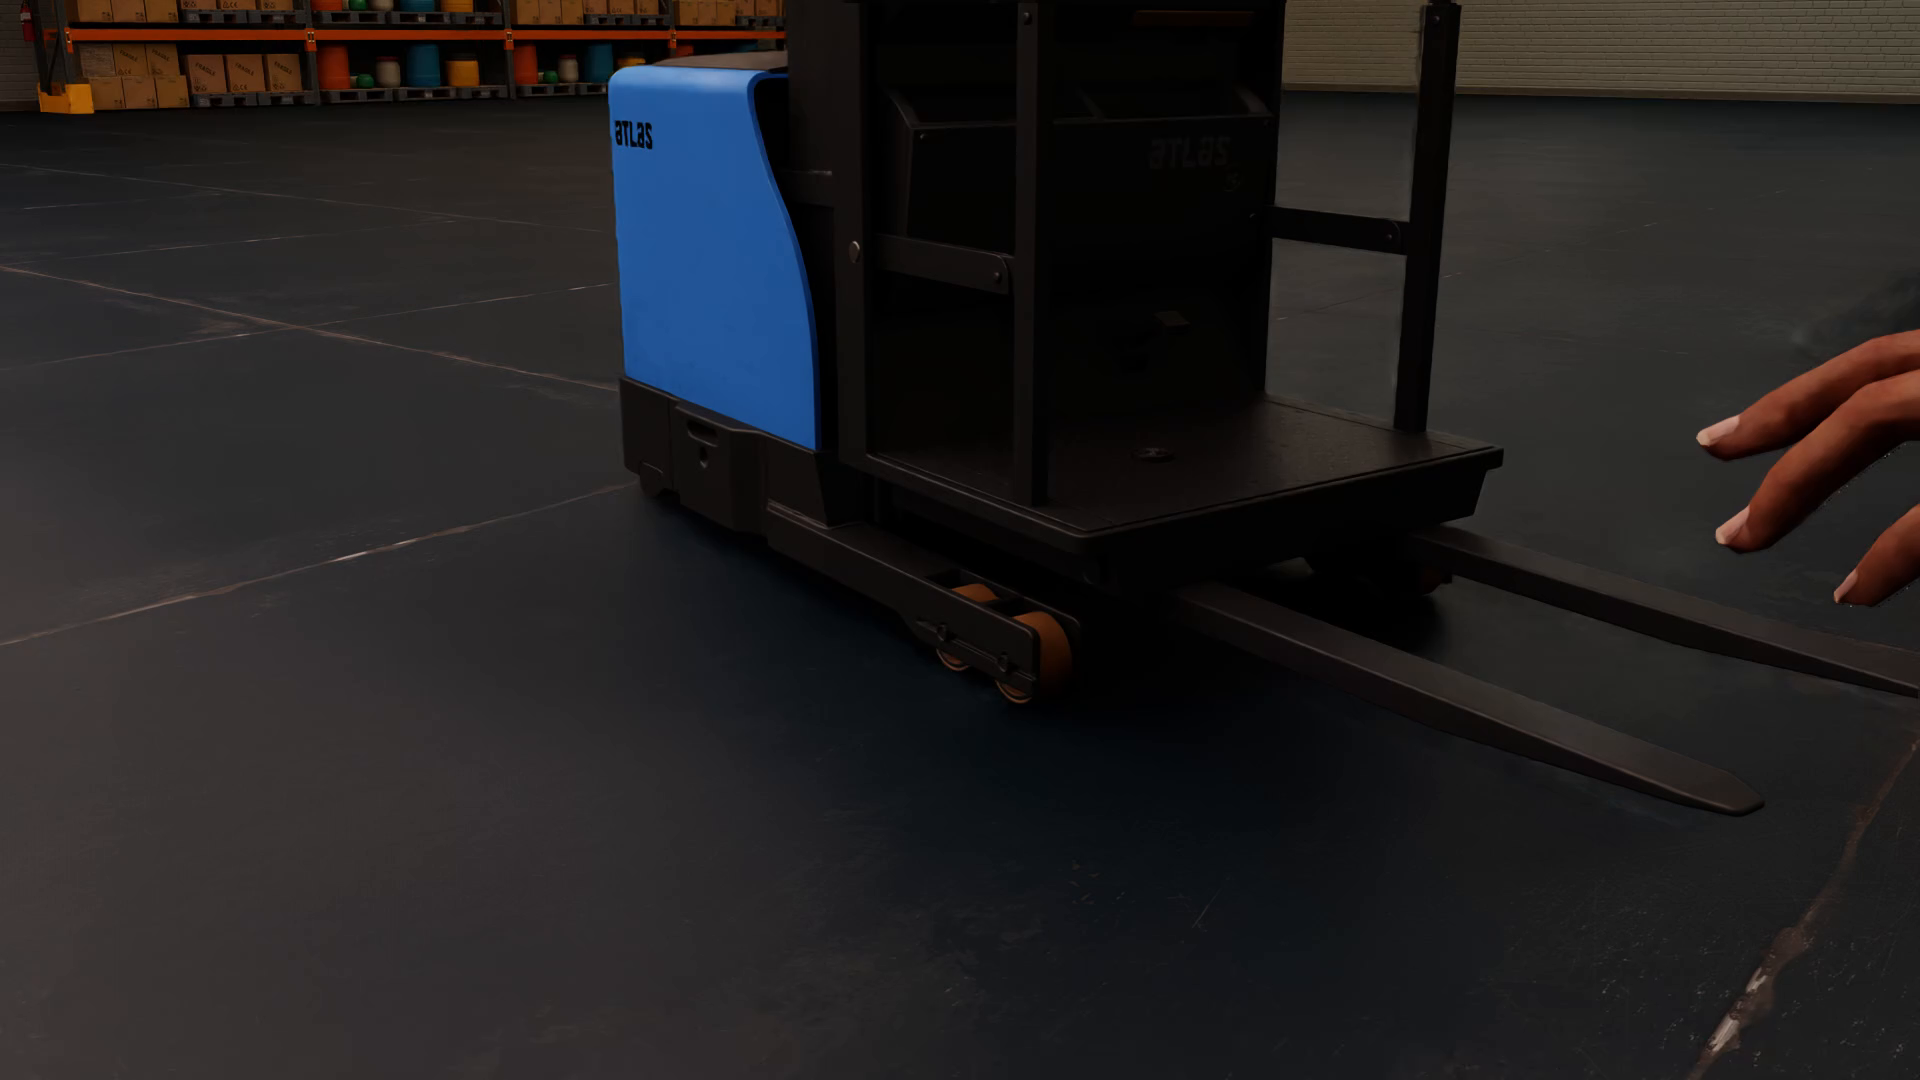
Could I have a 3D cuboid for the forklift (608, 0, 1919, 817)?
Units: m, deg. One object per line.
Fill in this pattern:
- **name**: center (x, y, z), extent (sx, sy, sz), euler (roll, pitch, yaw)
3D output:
- **forklift**: center (0.376, -1.267, 3.069), extent (1.130, 2.935, 3.031), euler (-11, 20, -33)
